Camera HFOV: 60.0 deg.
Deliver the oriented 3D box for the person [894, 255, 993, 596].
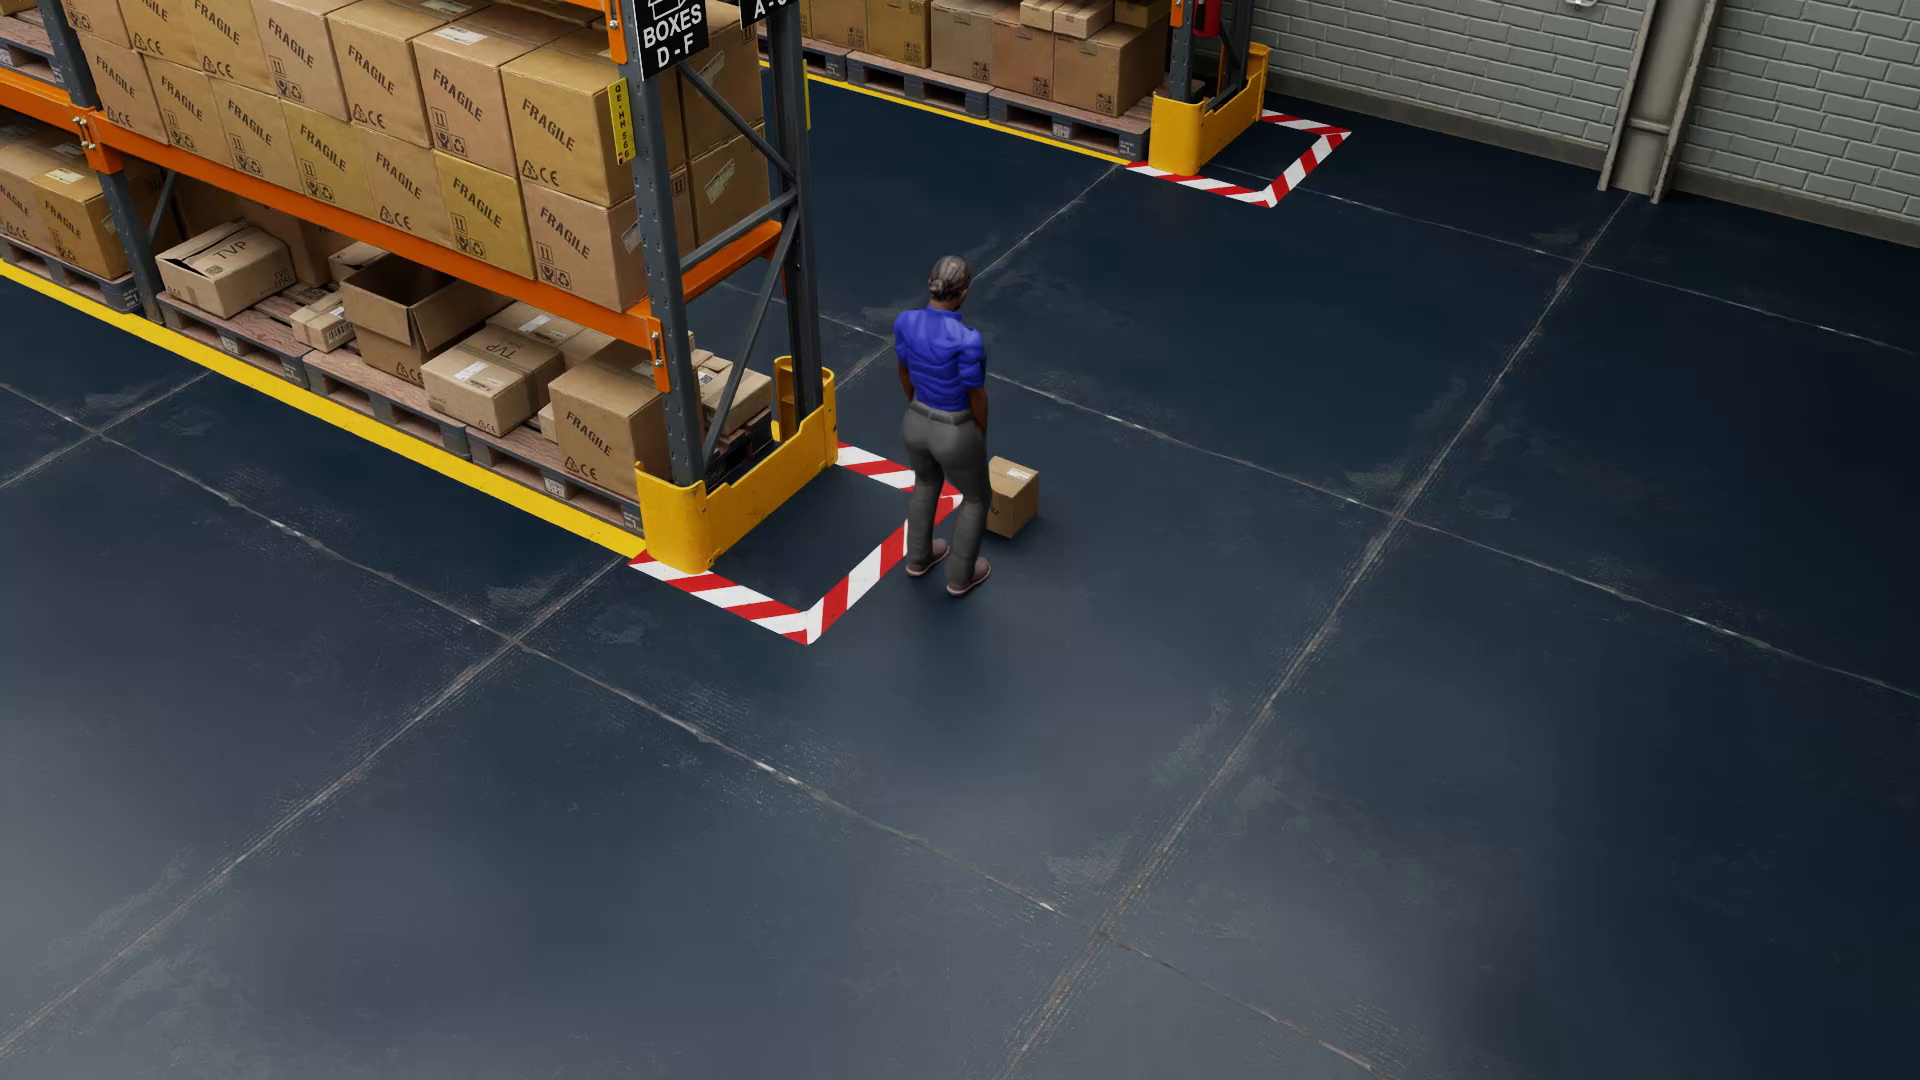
[{"bbox_3d":[-0.082,-0.491,7.340,0.453,1.618,0.361,23,44,26],"label":"person"}]
